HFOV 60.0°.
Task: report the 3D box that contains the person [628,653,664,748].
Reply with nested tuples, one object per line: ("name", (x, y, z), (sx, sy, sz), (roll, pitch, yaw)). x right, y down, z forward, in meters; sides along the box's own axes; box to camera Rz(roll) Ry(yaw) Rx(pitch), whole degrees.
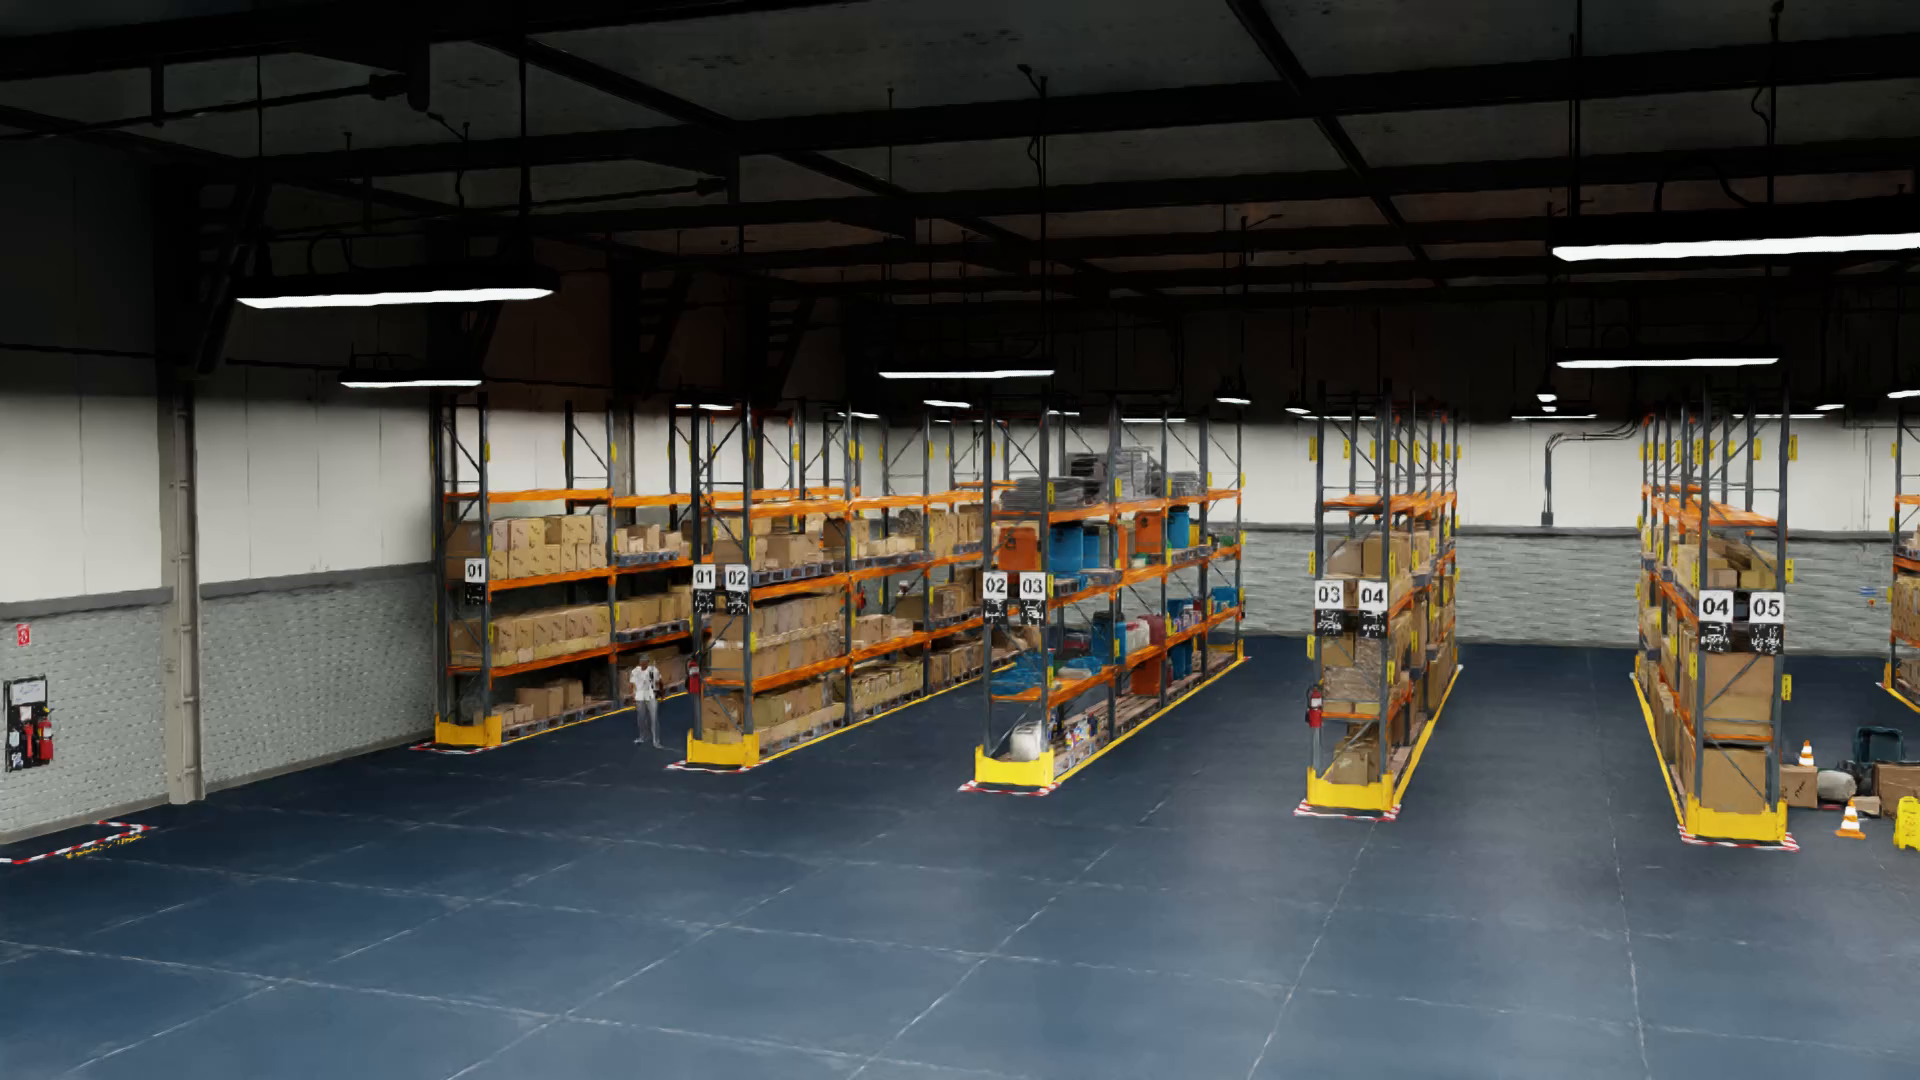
("person", (-5.296, 2.688, 28.220), (0.622, 1.608, 0.822), (0, 3, 3))

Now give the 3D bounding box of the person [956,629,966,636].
("person", (-0.031, 1.871, 44.441), (0.417, 1.504, 1.036), (1, 3, 23))

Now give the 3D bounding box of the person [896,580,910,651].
("person", (-1.389, 1.880, 41.653), (0.387, 1.772, 0.703), (1, 3, 14))
